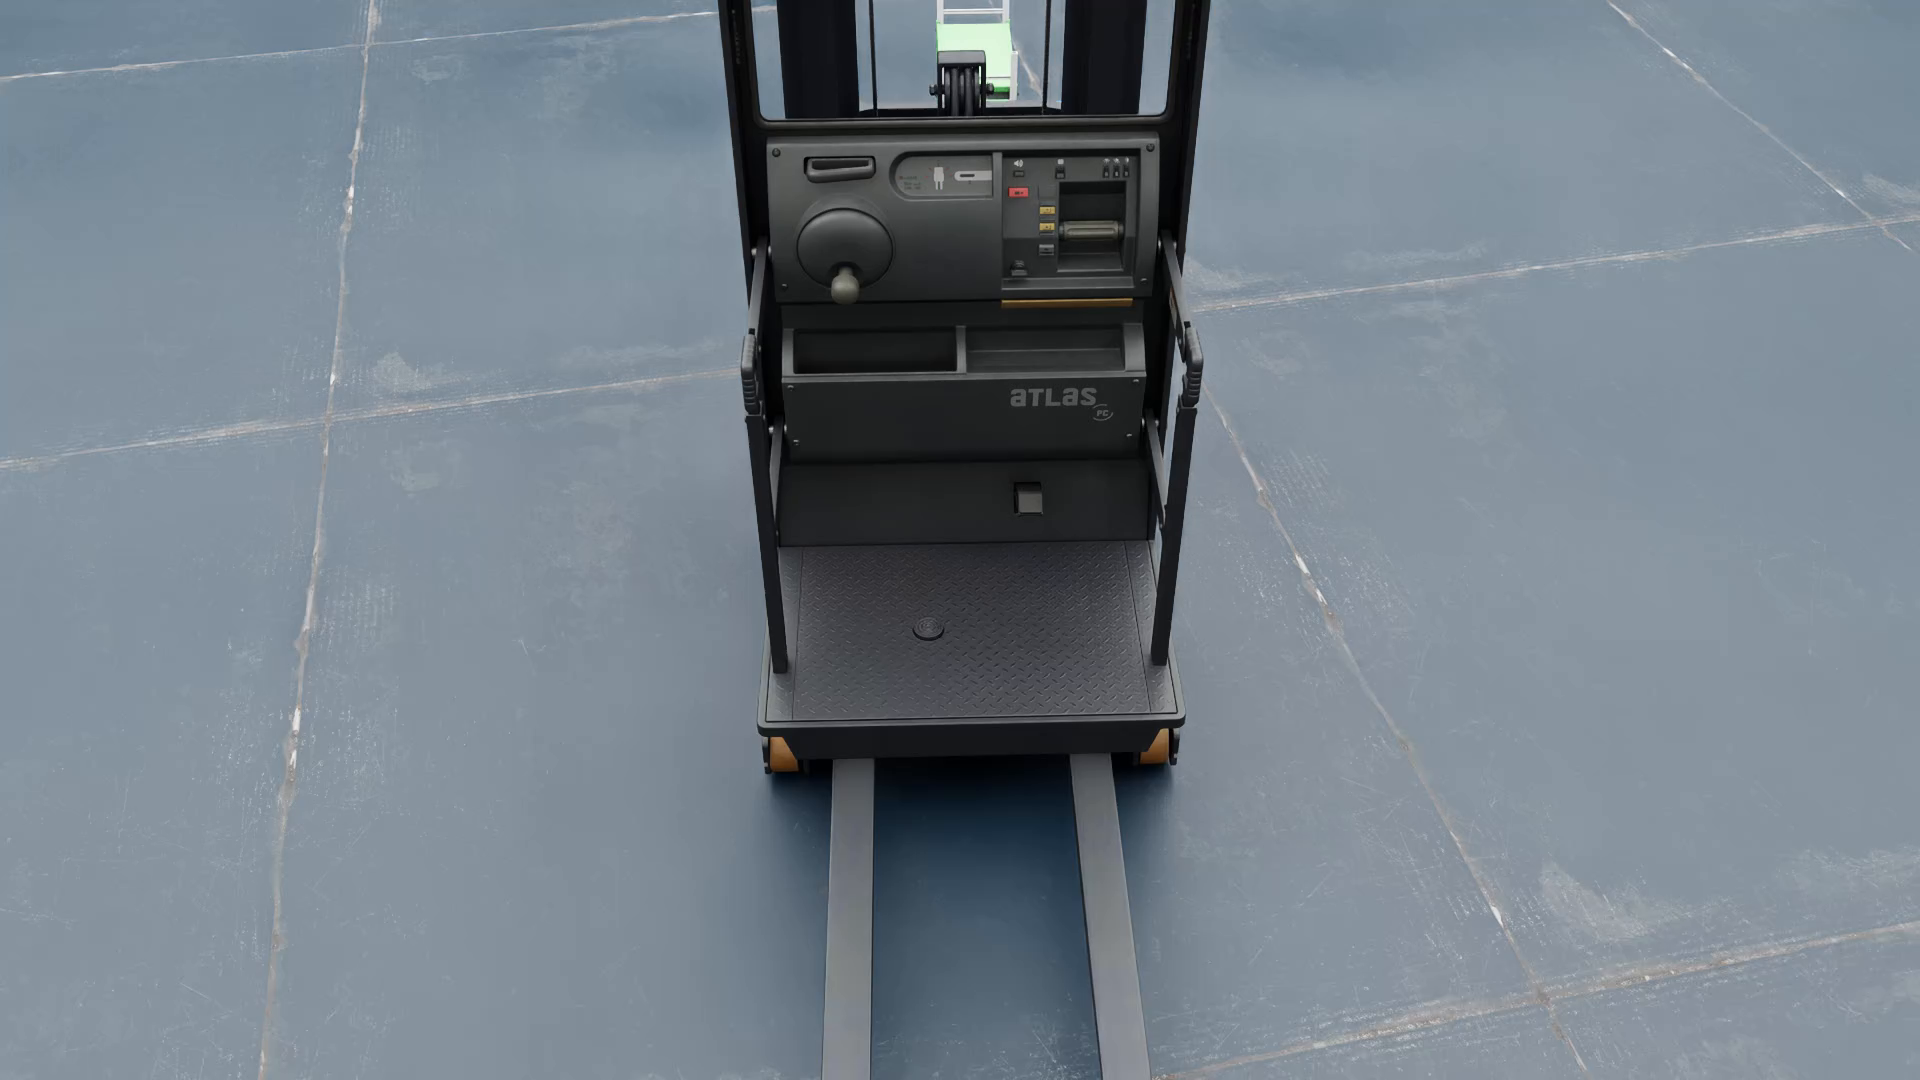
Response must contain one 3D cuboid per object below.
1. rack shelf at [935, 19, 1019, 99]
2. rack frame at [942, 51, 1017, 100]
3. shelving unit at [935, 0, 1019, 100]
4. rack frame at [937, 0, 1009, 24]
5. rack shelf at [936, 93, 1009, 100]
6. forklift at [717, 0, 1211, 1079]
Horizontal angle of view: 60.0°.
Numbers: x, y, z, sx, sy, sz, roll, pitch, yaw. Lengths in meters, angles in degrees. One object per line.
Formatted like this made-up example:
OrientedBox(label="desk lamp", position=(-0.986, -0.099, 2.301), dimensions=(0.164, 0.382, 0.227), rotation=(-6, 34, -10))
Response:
OrientedBox(label="rack shelf", position=(0.051, -1.533, 5.446), dimensions=(0.258, 0.148, 0.480), rotation=(-1, 42, -1))
OrientedBox(label="rack frame", position=(0.058, -1.059, 5.540), dimensions=(0.240, 1.200, 0.015), rotation=(-1, 42, -1))
OrientedBox(label="shelving unit", position=(0.051, -1.221, 5.722), dimensions=(0.258, 1.200, 0.503), rotation=(-1, 42, -1))
OrientedBox(label="rack frame", position=(0.043, -1.383, 5.905), dimensions=(0.240, 1.200, 0.015), rotation=(-1, 42, -1))
OrientedBox(label="rack shelf", position=(0.051, -1.353, 5.605), dimensions=(0.258, 0.148, 0.480), rotation=(-1, 42, -1))
OrientedBox(label="forklift", position=(0.018, -0.683, 3.812), dimensions=(1.130, 2.935, 3.031), rotation=(-1, 42, -1))
